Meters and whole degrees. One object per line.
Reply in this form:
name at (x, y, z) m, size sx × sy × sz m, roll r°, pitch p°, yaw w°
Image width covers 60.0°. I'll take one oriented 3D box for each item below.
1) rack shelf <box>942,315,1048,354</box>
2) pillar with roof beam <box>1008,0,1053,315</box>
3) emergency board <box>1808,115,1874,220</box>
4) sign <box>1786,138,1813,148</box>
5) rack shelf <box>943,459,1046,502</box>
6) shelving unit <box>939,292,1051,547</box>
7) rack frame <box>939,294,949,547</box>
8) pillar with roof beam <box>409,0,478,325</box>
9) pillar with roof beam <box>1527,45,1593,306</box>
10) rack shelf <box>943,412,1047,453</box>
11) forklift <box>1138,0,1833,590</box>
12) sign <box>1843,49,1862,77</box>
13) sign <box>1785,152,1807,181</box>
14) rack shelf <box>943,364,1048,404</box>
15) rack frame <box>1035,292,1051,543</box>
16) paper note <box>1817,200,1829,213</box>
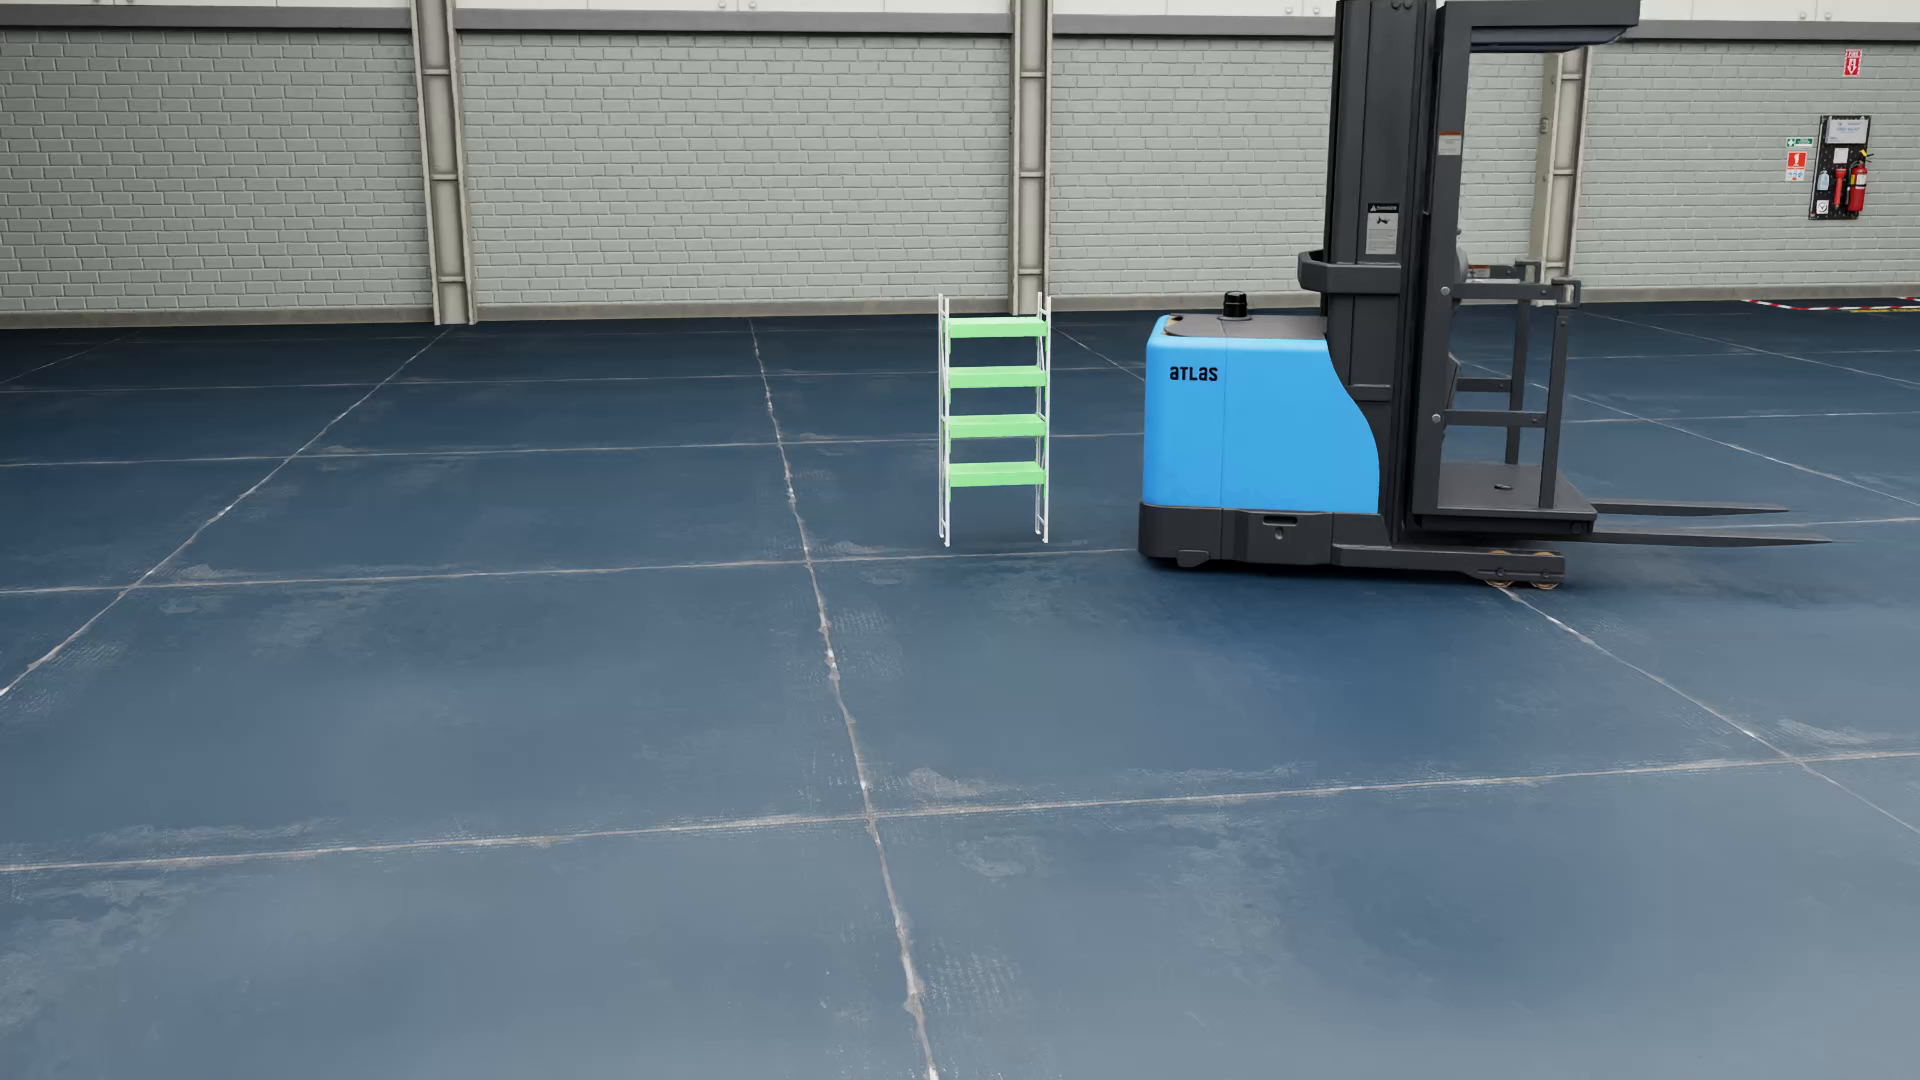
rack shelf at (0.164, -0.992, 7.999) m, size 0.480 × 0.148 × 0.258 m, roll -2°, pitch 14°, yaw -8°
pillar with roof beam at (1.380, -5.786, 12.794) m, size 0.400 × 9.000 × 9.100 m, roll -2°, pitch 14°, yaw -8°
emergency board at (10.155, -4.266, 19.067) m, size 0.643 × 1.169 × 0.194 m, roll -2°, pitch 14°, yaw -8°
sign at (9.599, -4.543, 19.009) m, size 0.331 × 0.109 × 0.001 m, roll -2°, pitch 14°, yaw -8°
rack shelf at (0.164, -0.293, 8.174) m, size 0.480 × 0.148 × 0.258 m, roll -2°, pitch 14°, yaw -8°
shelving unit at (0.164, -0.588, 8.100) m, size 0.503 × 1.200 × 0.258 m, roll -2°, pitch 14°, yaw -8°
rack frame at (-0.078, -0.579, 8.065) m, size 0.015 × 1.200 × 0.240 m, roll -2°, pitch 14°, yaw -8°
pillar with roof beam at (-4.553, -5.569, 11.927) m, size 0.400 × 9.000 × 9.100 m, roll -2°, pitch 14°, yaw -8°
pillar with roof beam at (7.313, -6.004, 13.661) m, size 0.400 × 9.000 × 9.100 m, roll -2°, pitch 14°, yaw -8°
rack shelf at (0.164, -0.526, 8.115) m, size 0.480 × 0.148 × 0.258 m, roll -2°, pitch 14°, yaw -8°
forklift at (2.391, -1.341, 7.546) m, size 3.031 × 2.935 × 1.130 m, roll 2°, pitch 14°, yaw 9°
sign at (10.133, -5.414, 18.879) m, size 0.199 × 0.298 × 0.001 m, roll -2°, pitch 14°, yaw -8°
sign at (9.593, -4.288, 19.081) m, size 0.234 × 0.329 × 0.001 m, roll -2°, pitch 14°, yaw -8°
rack shelf at (0.164, -0.759, 8.057) m, size 0.480 × 0.148 × 0.258 m, roll -2°, pitch 14°, yaw -8°
rack frame at (0.405, -0.597, 8.135) m, size 0.015 × 1.200 × 0.240 m, roll -2°, pitch 14°, yaw -8°
paper note at (9.970, -3.849, 19.215) m, size 0.142 × 0.148 × 0.016 m, roll -2°, pitch 14°, yaw -8°
